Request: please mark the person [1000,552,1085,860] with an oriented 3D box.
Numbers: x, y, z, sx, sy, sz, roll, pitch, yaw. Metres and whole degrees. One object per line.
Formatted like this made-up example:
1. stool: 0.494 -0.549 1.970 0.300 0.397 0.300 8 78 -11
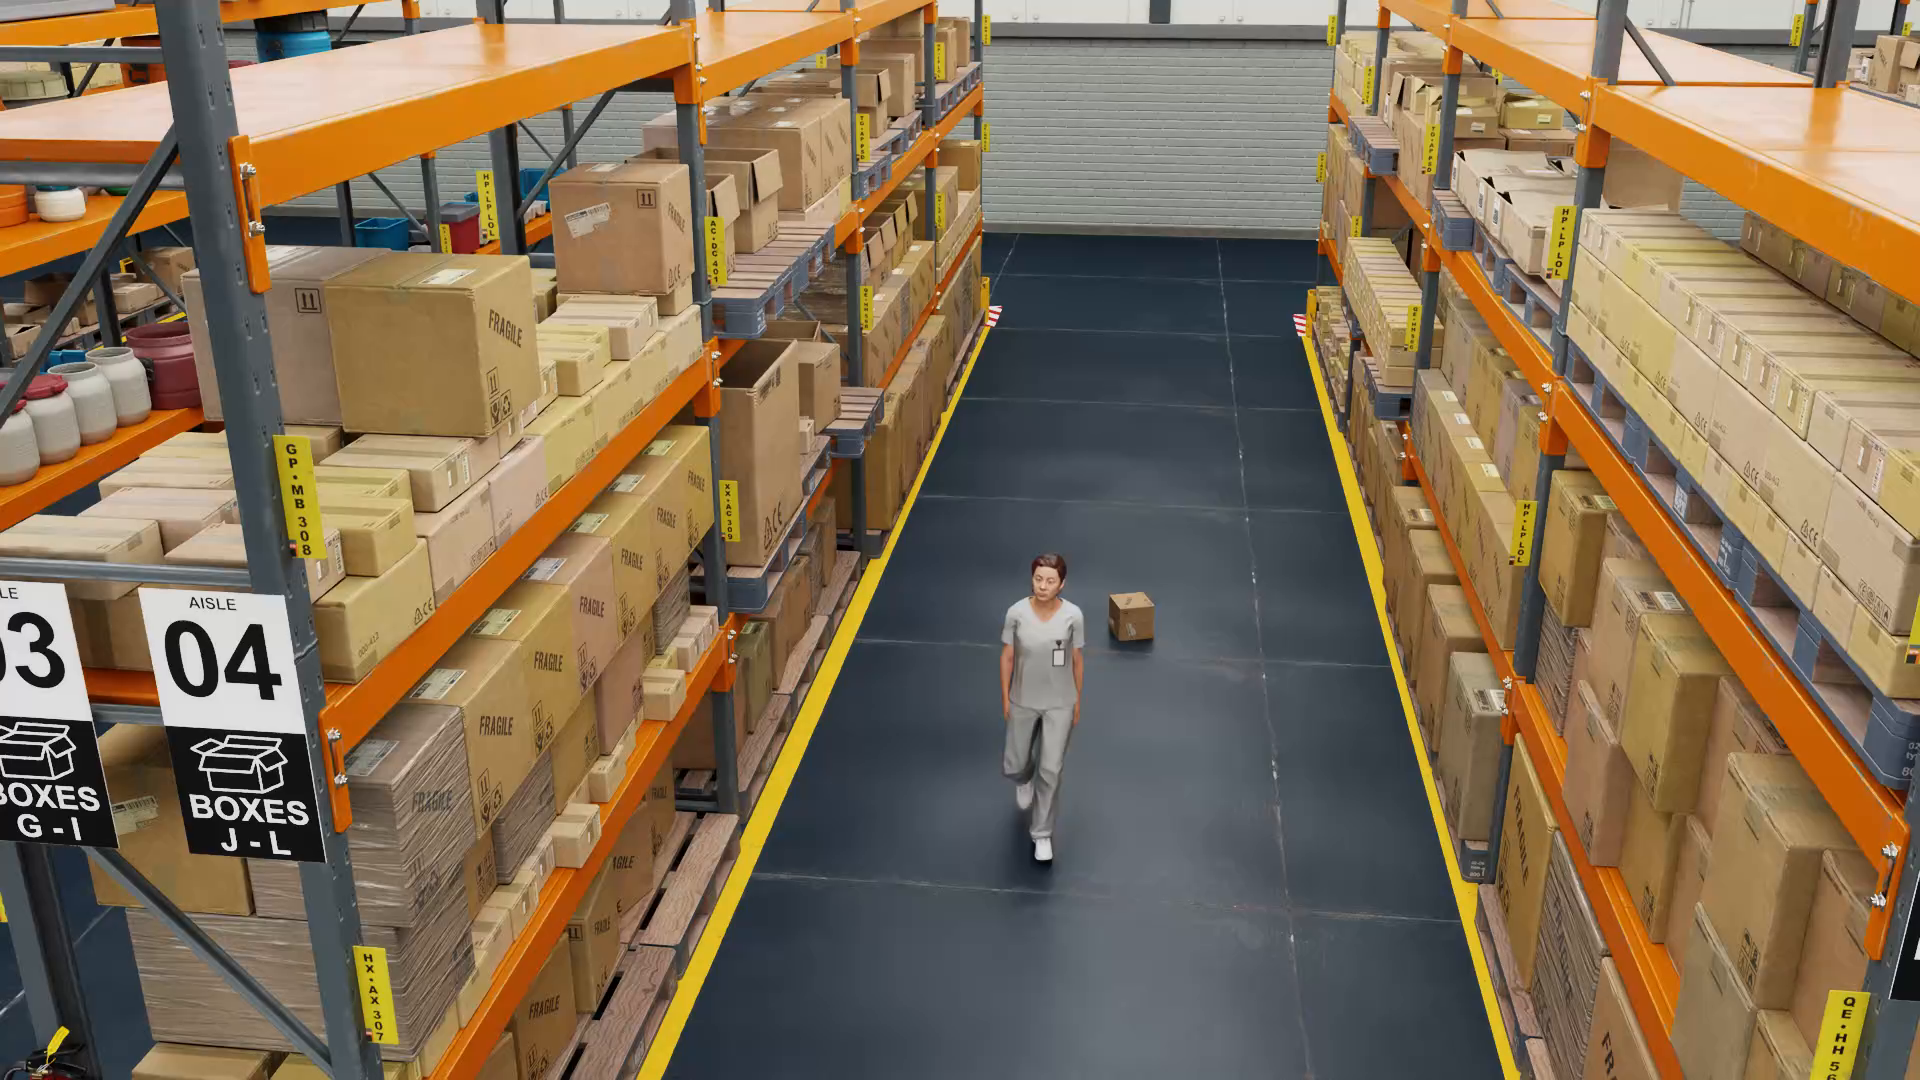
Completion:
1. person: 0.436 0.843 8.877 0.443 1.653 0.647 2 21 6
